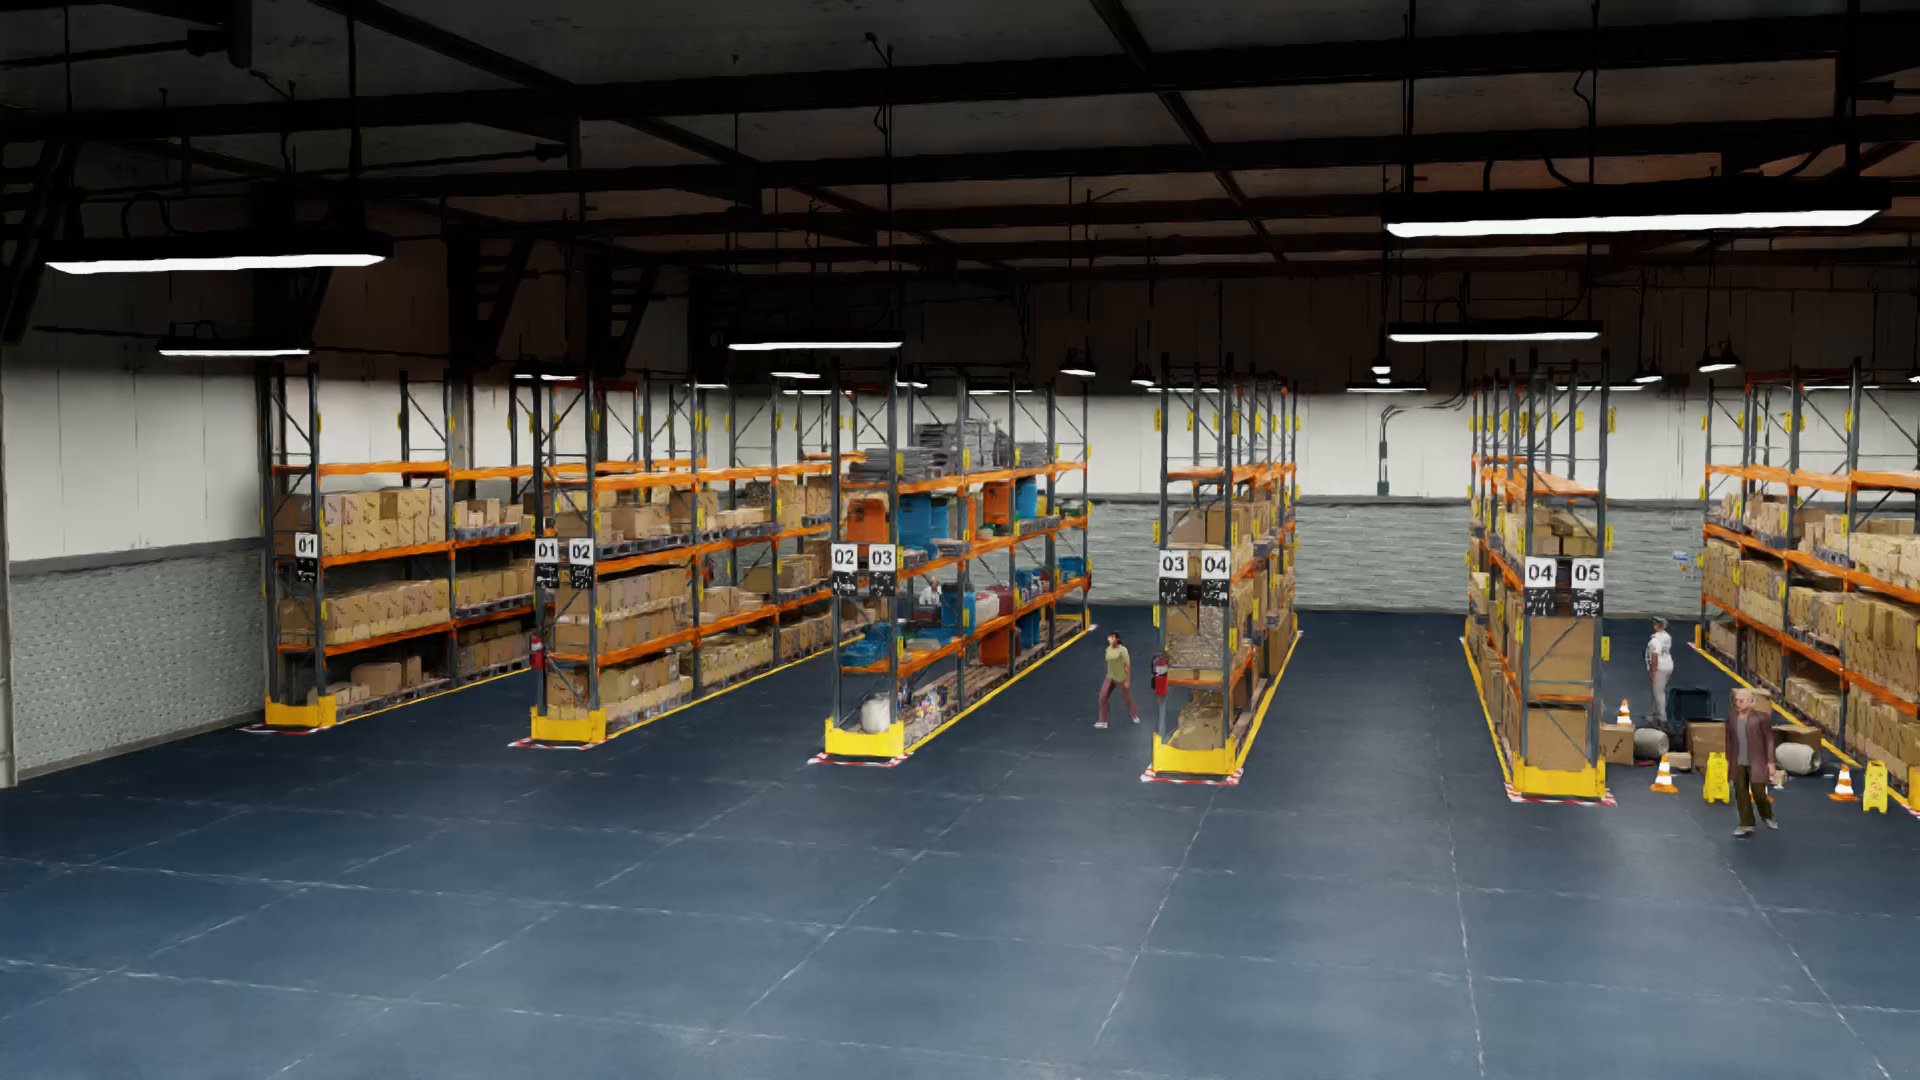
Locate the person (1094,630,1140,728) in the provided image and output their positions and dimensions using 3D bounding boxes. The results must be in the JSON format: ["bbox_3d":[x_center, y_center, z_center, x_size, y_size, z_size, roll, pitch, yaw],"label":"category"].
[{"bbox_3d":[2.614,2.270,27.387,0.491,1.610,0.954,3,5,36],"label":"person"}]

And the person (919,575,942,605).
[{"bbox_3d":[-0.533,1.611,35.979,0.729,1.733,0.544,1,4,14],"label":"person"}]

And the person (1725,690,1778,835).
[{"bbox_3d":[9.651,2.698,20.253,0.575,1.769,0.619,-3,5,-40],"label":"person"}]

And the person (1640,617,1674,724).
[{"bbox_3d":[11.609,2.164,27.746,0.501,1.758,0.586,4,6,44],"label":"person"}]
